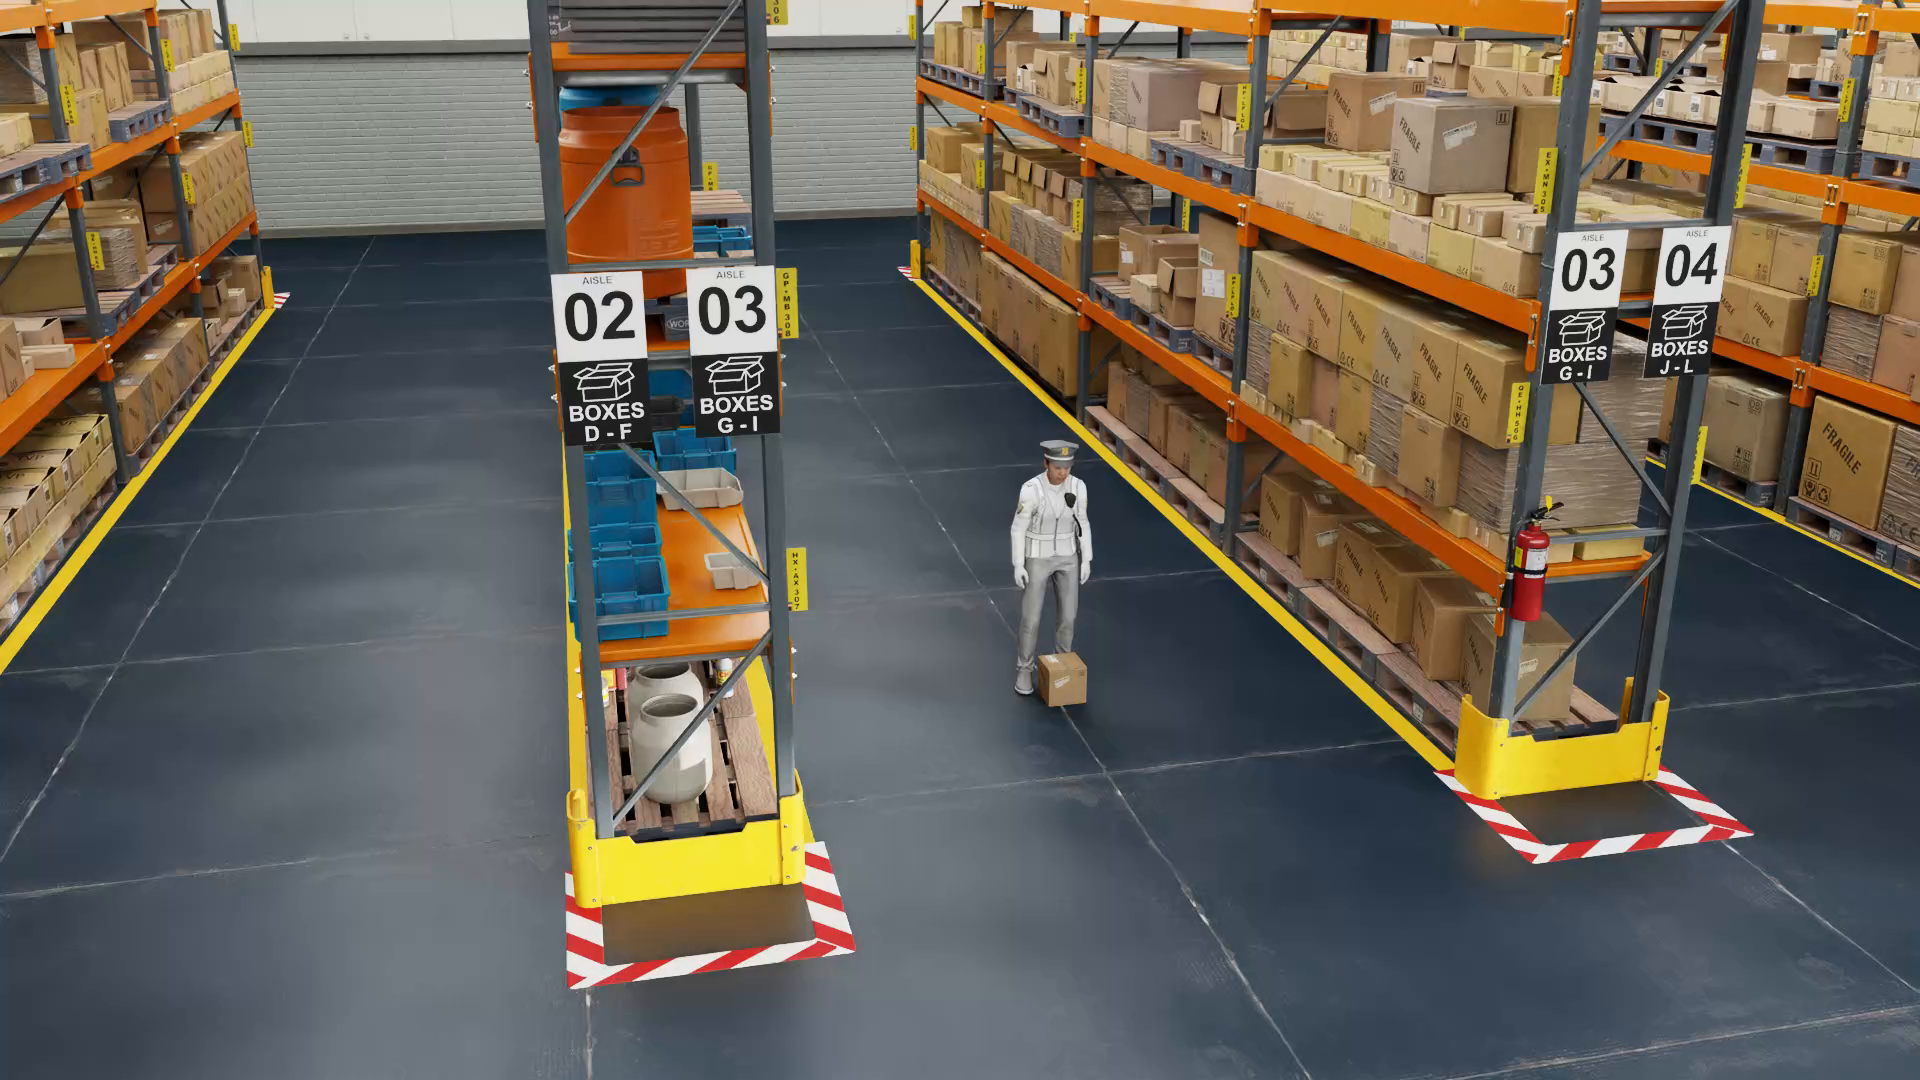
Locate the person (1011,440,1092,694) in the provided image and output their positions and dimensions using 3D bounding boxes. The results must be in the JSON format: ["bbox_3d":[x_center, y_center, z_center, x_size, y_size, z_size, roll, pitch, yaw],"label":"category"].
[{"bbox_3d":[0.588,0.151,10.645,0.530,1.663,0.371,-4,20,-12],"label":"person"}]
